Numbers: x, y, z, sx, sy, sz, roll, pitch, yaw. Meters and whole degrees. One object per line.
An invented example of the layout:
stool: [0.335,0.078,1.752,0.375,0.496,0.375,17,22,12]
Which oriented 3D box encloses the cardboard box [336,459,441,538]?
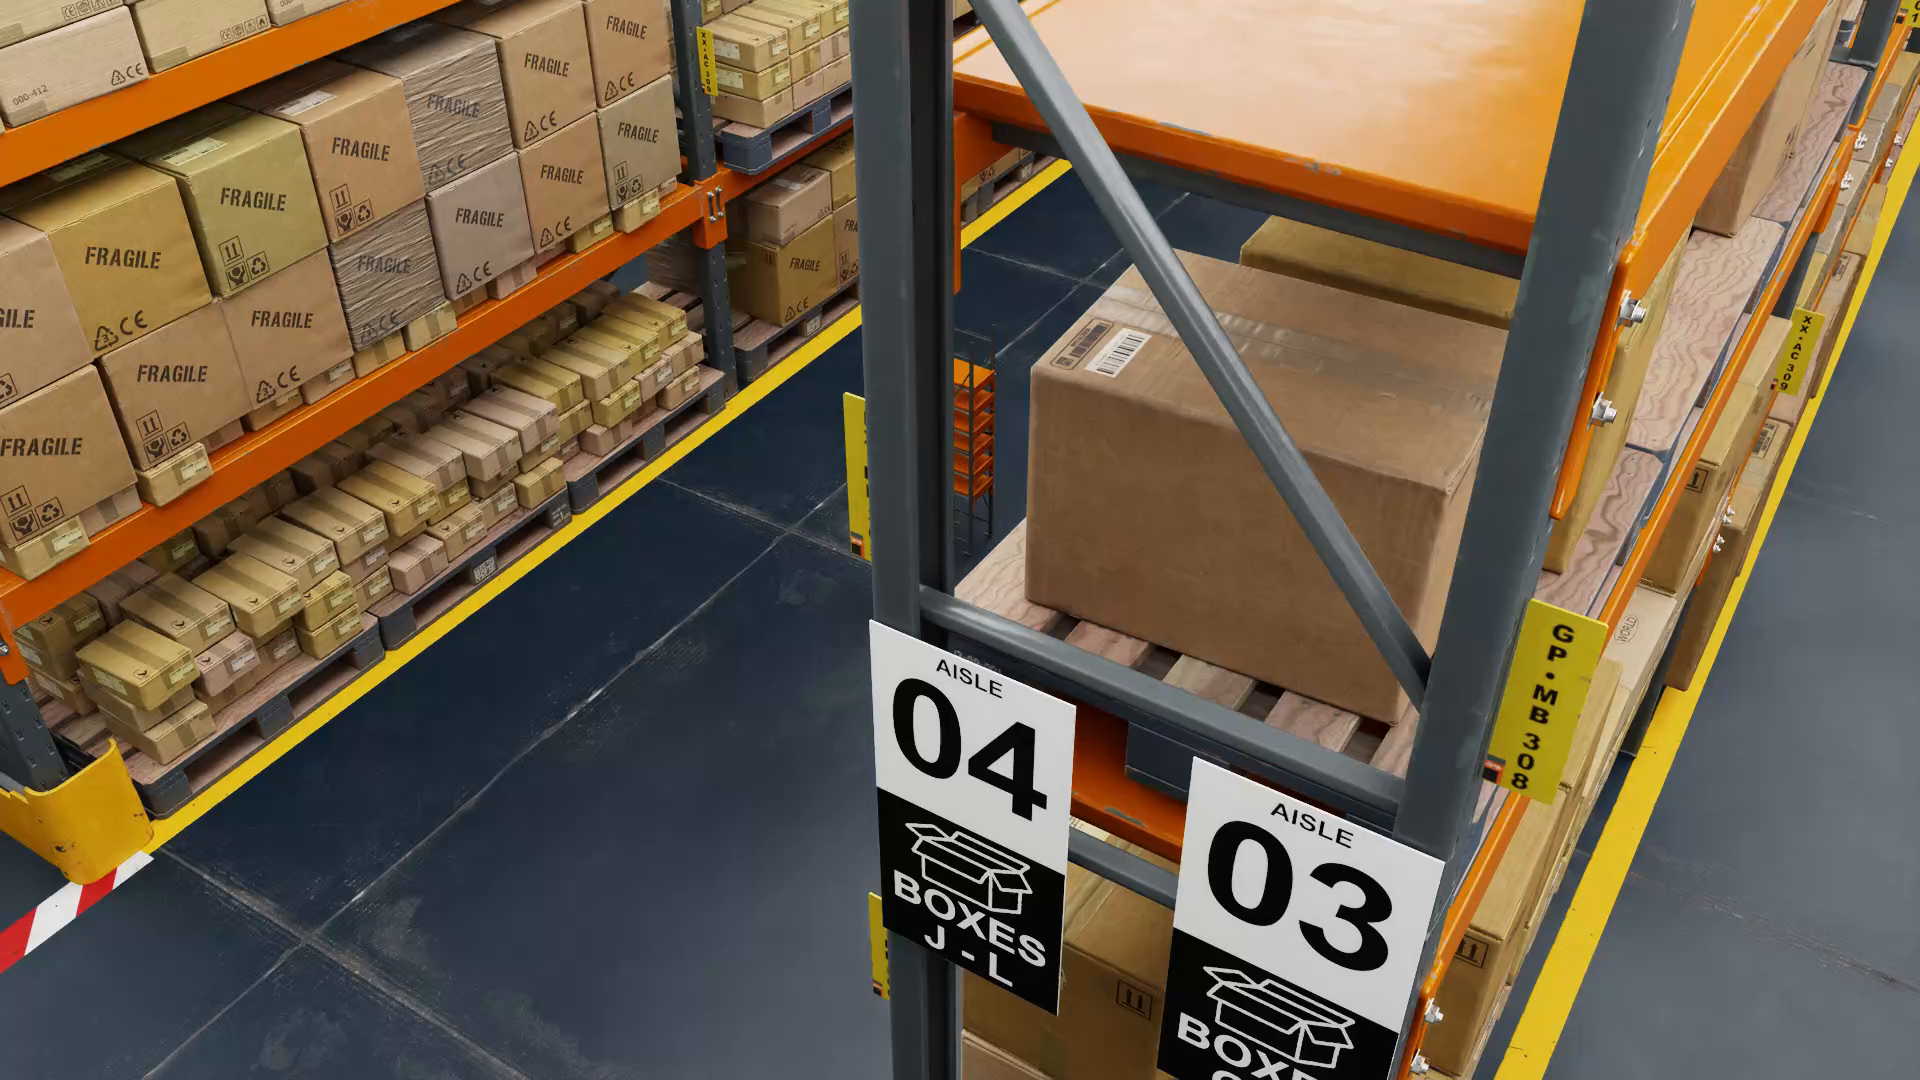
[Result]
cardboard box: [-2.571,-0.190,7.483,0.380,0.149,0.250,22,43,26]

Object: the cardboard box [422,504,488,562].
cardboard box: [-2.458,-0.078,7.825,0.380,0.149,0.250,21,42,25]

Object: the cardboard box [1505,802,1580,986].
cardboard box: [1.338,0.856,4.502,0.500,0.250,0.500,20,42,24]

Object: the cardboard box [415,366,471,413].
cardboard box: [-2.660,-0.783,8.252,0.380,0.149,0.250,22,43,26]

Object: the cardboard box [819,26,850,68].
cardboard box: [-0.809,-2.640,8.776,0.380,0.149,0.250,22,43,26]

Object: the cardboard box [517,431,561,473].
cardboard box: [-2.184,-0.502,8.131,0.380,0.149,0.250,22,43,26]

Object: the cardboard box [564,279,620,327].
cardboard box: [-2.043,-1.299,8.921,0.380,0.149,0.250,23,43,27]

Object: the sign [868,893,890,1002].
sign: [-0.143,0.864,3.469,0.100,0.325,0.005,21,42,25]

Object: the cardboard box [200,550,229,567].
cardboard box: [-3.277,0.033,7.438,0.380,0.149,0.250,21,42,25]

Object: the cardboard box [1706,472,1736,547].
cardboard box: [2.435,-0.206,5.879,0.500,0.250,0.500,20,42,24]

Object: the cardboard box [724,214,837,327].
cardboard box: [-1.064,-1.606,9.519,0.500,0.500,0.500,23,43,27]

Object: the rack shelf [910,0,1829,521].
rack shelf: [1.379,-1.363,3.503,1.077,0.370,4.000,21,42,25]

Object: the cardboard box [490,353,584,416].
cardboard box: [-2.090,-0.756,8.217,0.380,0.149,0.250,23,43,27]

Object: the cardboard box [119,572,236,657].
cardboard box: [-3.213,0.313,6.830,0.380,0.149,0.250,22,43,26]

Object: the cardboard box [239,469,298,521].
cardboard box: [-3.253,-0.257,7.570,0.380,0.149,0.250,23,43,27]

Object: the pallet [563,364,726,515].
pallet: [-2.013,-0.673,8.890,1.003,0.211,1.213,21,42,25]

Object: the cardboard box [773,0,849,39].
cardboard box: [-0.800,-2.768,8.697,0.380,0.149,0.250,22,43,25]

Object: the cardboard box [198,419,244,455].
cardboard box: [-3.062,-0.478,6.559,0.380,0.149,0.250,23,43,27]

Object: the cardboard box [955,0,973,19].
cardboard box: [-0.108,-3.200,9.746,0.380,0.149,0.250,23,43,26]

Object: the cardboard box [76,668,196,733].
cardboard box: [-3.329,0.585,6.721,0.380,0.149,0.250,23,43,27]

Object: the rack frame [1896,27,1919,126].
rack frame: [4.593,-2.523,9.006,1.000,3.000,0.127,21,42,25]

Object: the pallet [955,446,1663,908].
pallet: [0.696,0.062,3.268,1.003,0.211,1.213,21,42,25]

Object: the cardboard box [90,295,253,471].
cardboard box: [-3.087,-0.656,6.258,0.500,0.500,0.500,21,42,25]

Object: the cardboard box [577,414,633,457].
cardboard box: [-1.903,-0.595,8.496,0.380,0.149,0.250,20,42,24]

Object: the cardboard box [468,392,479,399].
cardboard box: [-2.455,-0.773,8.483,0.380,0.149,0.250,19,42,23]

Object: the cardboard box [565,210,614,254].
cardboard box: [-1.879,-1.526,7.917,0.380,0.149,0.250,23,43,27]

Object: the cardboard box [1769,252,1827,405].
cardboard box: [3.177,-0.915,6.838,0.500,0.500,0.500,21,42,25]

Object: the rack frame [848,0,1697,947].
rack frame: [0.307,-0.775,1.824,1.000,3.000,0.127,21,42,25]

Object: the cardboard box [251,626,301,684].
cardboard box: [-3.077,0.432,7.163,0.380,0.149,0.250,22,43,26]

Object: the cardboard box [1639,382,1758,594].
cardboard box: [2.158,-0.235,5.302,0.500,0.500,0.500,22,43,26]

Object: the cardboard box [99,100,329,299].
cardboard box: [-2.799,-1.295,6.267,0.500,0.500,0.500,20,42,24]

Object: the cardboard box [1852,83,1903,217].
cardboard box: [4.266,-1.972,8.209,0.500,0.500,0.500,21,42,25]

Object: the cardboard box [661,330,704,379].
cardboard box: [-1.584,-1.024,8.809,0.380,0.149,0.250,22,43,26]

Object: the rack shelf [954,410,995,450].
rack shelf: [0.008,-0.543,7.787,0.258,0.103,0.180,21,42,25]

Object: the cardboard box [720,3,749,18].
cardboard box: [-1.362,-2.853,9.052,0.380,0.149,0.250,23,43,27]

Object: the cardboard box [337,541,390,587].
cardboard box: [-2.787,0.043,7.424,0.380,0.149,0.250,19,42,23]

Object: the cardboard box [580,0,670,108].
cardboard box: [-1.707,-2.358,7.647,0.500,0.500,0.500,20,42,24]

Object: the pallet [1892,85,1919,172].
pallet: [6.321,-3.079,12.011,1.003,0.211,1.213,21,42,25]

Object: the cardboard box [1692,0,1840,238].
cardboard box: [1.790,-1.196,4.319,0.700,0.500,0.500,23,43,27]

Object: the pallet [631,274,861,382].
pallet: [-1.268,-1.433,9.875,1.003,0.211,1.213,21,42,25]

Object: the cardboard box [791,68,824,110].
cardboard box: [-0.940,-2.400,8.707,0.380,0.149,0.250,22,43,26]

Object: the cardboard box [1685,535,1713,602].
cardboard box: [2.426,0.036,5.892,0.380,0.149,0.250,22,43,26]

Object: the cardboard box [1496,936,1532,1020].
cardboard box: [1.325,1.095,4.518,0.380,0.149,0.250,20,42,24]

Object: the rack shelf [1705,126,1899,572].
rack shelf: [3.522,-1.207,7.888,1.077,0.370,4.000,21,42,25]

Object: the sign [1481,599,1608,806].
sign: [0.773,0.220,2.209,0.100,0.325,0.005,21,42,25]

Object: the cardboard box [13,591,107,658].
cardboard box: [-3.757,0.298,6.850,0.380,0.149,0.250,22,43,26]

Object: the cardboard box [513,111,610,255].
cardboard box: [-1.983,-1.684,7.591,0.500,0.500,0.500,20,42,24]

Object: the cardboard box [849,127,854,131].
cardboard box: [-0.504,-2.440,9.987,0.500,0.250,0.500,23,43,27]

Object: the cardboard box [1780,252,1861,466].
cardboard box: [3.722,-1.042,8.481,1.225,0.875,0.875,21,42,25]

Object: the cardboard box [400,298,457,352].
cardboard box: [-2.416,-0.983,7.213,0.380,0.149,0.250,22,43,26]

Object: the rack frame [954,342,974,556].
rack frame: [-0.041,-0.435,7.772,0.240,1.200,0.006,21,42,25]

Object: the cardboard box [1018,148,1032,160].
cardboard box: [0.328,-2.949,11.262,0.500,0.500,0.500,21,42,25]

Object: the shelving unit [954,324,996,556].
shelving unit: [0.008,-0.483,7.833,0.258,1.200,0.189,21,42,25]

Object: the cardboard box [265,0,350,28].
cardboard box: [-2.534,-2.152,6.190,0.500,0.250,0.500,21,42,25]

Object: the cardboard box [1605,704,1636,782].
cardboard box: [1.875,0.565,5.205,0.380,0.149,0.250,20,42,24]
